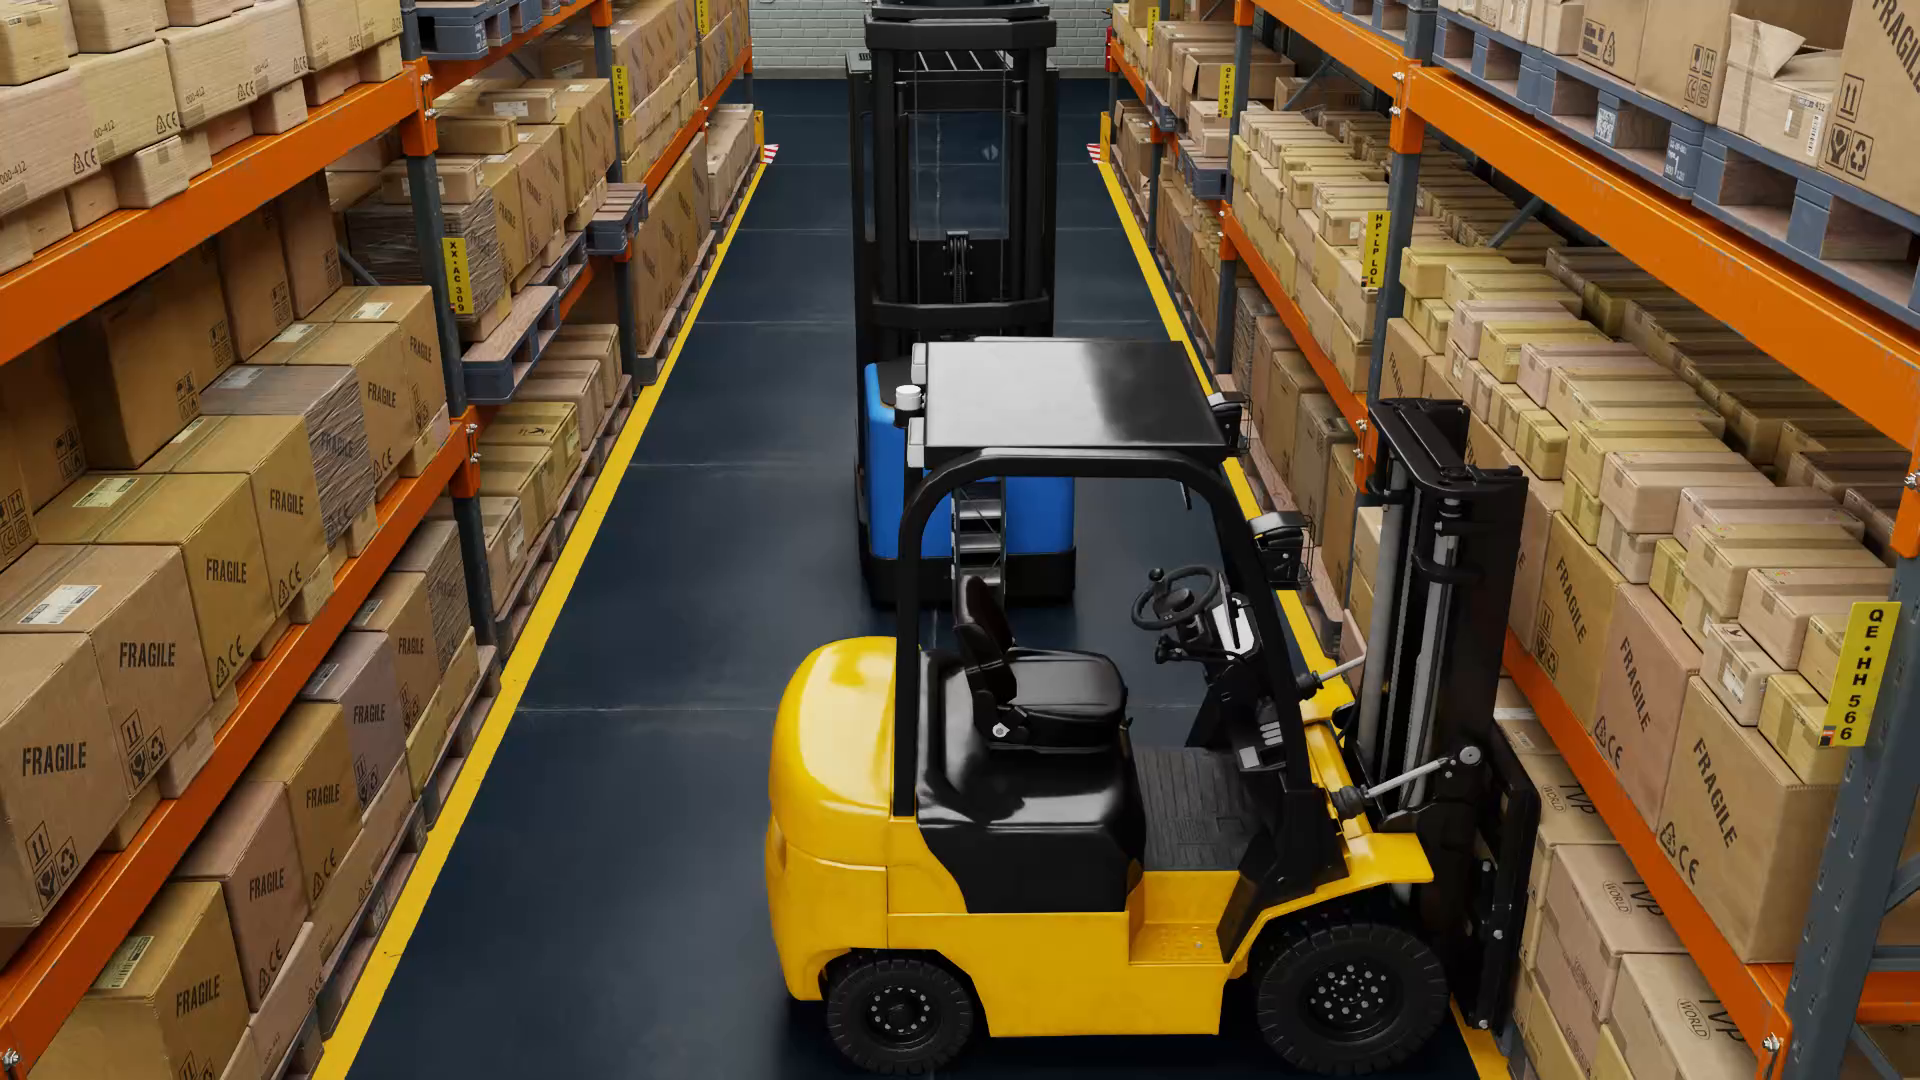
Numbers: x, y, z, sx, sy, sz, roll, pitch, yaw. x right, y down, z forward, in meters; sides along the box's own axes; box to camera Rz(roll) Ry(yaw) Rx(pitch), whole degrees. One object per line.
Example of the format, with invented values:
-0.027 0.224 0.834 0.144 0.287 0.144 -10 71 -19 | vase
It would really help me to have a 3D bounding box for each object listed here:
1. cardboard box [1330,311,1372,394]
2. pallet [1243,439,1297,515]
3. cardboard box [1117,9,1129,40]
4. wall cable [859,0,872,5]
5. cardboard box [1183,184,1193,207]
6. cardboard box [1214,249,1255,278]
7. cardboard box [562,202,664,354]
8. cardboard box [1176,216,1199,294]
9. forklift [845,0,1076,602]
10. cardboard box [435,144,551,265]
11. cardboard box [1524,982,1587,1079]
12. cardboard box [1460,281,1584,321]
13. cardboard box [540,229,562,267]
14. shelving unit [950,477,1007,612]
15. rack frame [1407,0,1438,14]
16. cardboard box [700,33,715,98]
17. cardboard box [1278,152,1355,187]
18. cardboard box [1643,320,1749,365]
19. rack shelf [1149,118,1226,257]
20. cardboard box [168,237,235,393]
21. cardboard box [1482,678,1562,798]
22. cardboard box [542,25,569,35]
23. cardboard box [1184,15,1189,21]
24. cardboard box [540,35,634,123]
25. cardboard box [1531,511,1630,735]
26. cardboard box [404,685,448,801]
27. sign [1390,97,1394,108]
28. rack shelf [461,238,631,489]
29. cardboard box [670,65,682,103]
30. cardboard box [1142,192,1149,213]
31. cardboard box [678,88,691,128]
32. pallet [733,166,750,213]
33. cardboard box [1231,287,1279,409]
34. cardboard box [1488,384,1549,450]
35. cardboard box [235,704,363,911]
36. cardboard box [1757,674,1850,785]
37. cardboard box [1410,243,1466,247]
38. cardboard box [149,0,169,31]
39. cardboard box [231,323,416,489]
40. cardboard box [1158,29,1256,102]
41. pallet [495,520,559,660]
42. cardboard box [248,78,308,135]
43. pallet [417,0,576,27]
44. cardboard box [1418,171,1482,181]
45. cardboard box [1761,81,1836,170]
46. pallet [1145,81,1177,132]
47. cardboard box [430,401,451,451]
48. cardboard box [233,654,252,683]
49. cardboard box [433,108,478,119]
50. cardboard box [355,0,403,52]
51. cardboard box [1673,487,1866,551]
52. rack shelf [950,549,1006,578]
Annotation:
2.030 -0.877 7.731 0.500 0.250 0.500 0 24 1 | cardboard box
2.233 -0.276 9.603 1.003 0.211 1.213 0 24 -1 | pallet
1.907 -5.355 17.271 0.500 0.250 0.500 0 24 0 | cardboard box
-1.464 -8.457 23.076 0.588 1.984 0.122 0 24 -1 | wall cable
2.024 -2.799 13.535 0.380 0.149 0.250 0 24 -1 | cardboard box
1.994 -1.937 11.630 0.380 0.149 0.250 -1 24 -3 | cardboard box
-2.635 -1.871 11.817 0.875 0.875 0.875 0 24 -1 | cardboard box
2.006 -2.249 13.105 0.500 0.500 0.500 -1 24 -2 | cardboard box
-0.053 -1.593 9.214 1.130 2.935 3.031 -2 24 -4 | forklift
-2.383 -1.692 8.359 0.500 0.500 0.500 0 24 -1 | cardboard box
2.023 1.574 4.957 0.500 0.250 0.500 0 24 -1 | cardboard box
2.109 -0.870 6.265 0.380 0.149 0.250 -1 24 -2 | cardboard box
-2.343 -1.558 8.850 0.380 0.149 0.250 1 24 1 | cardboard box
0.089 0.002 8.154 0.258 0.900 0.210 -2 24 -4 | shelving unit
2.297 -3.472 6.007 1.000 3.000 0.127 0 24 -1 | rack frame
-2.497 -4.252 14.889 0.500 0.500 0.500 1 24 1 | cardboard box
1.987 -2.064 9.264 0.380 0.149 0.250 0 24 1 | cardboard box
2.628 -0.663 5.806 0.380 0.149 0.250 -1 24 -1 | cardboard box
2.231 -2.883 12.858 1.077 0.370 4.000 0 24 -1 | rack shelf
-2.916 -0.752 5.576 0.700 0.500 0.500 -1 24 -2 | cardboard box
1.999 0.700 5.676 0.500 0.250 0.500 -1 24 -2 | cardboard box
-2.991 -3.288 11.544 0.500 0.500 0.500 0 24 0 | cardboard box
2.441 -5.146 16.809 0.500 0.250 0.500 1 24 1 | cardboard box
-2.471 -3.069 11.060 0.500 0.500 0.500 -1 24 -2 | cardboard box
2.070 0.237 4.964 0.500 0.500 0.500 -1 24 -2 | cardboard box
-2.376 0.808 6.650 0.500 0.250 0.500 -1 24 -2 | cardboard box
2.808 -2.918 10.658 0.100 0.325 0.005 0 24 -1 | sign
-2.688 -1.211 9.161 1.077 0.370 4.000 0 24 -1 | rack shelf
-2.481 -3.571 13.081 0.500 0.250 0.500 0 24 1 | cardboard box
1.910 -3.156 15.538 0.380 0.149 0.250 -1 24 -2 | cardboard box
-2.492 -3.550 13.640 0.500 0.250 0.500 -1 24 -1 | cardboard box
-2.700 -3.559 16.862 1.003 0.211 1.213 0 24 -1 | pallet
2.246 -1.239 10.722 0.875 0.625 0.625 1 24 1 | cardboard box
2.022 -0.420 5.630 0.380 0.149 0.250 -1 24 -2 | cardboard box
-2.363 0.888 5.565 0.500 0.500 0.500 0 24 0 | cardboard box
2.056 0.427 3.758 0.380 0.149 0.250 0 24 0 | cardboard box
2.071 -1.220 7.398 0.380 0.149 0.250 1 24 1 | cardboard box
-2.408 -1.457 4.528 0.380 0.149 0.250 0 24 1 | cardboard box
-2.401 -0.502 6.238 0.500 0.500 0.500 1 24 1 | cardboard box
1.997 -3.858 13.510 0.700 0.500 0.500 0 24 0 | cardboard box
-2.677 0.235 8.475 1.003 0.211 1.213 0 24 -1 | pallet
-2.361 -1.414 5.402 0.380 0.149 0.250 0 24 1 | cardboard box
-2.581 -2.678 8.120 1.213 0.211 1.003 0 24 -1 | pallet
2.537 -1.854 8.801 0.380 0.149 0.250 0 24 0 | cardboard box
2.028 -0.920 3.678 0.380 0.149 0.250 -1 24 -2 | cardboard box
2.109 -3.618 13.843 1.003 0.211 1.213 0 24 -1 | pallet
-2.358 -0.469 6.953 0.380 0.149 0.250 -1 24 -1 | cardboard box
-2.415 0.373 5.089 0.380 0.149 0.250 1 24 1 | cardboard box
-2.912 -2.116 9.296 0.500 0.500 0.500 0 24 0 | cardboard box
-2.392 -1.967 6.141 0.500 0.250 0.500 0 24 -1 | cardboard box
2.134 -0.026 4.398 0.380 0.149 0.250 0 24 0 | cardboard box
0.089 0.114 8.205 0.258 0.077 0.200 -2 24 -4 | rack shelf
